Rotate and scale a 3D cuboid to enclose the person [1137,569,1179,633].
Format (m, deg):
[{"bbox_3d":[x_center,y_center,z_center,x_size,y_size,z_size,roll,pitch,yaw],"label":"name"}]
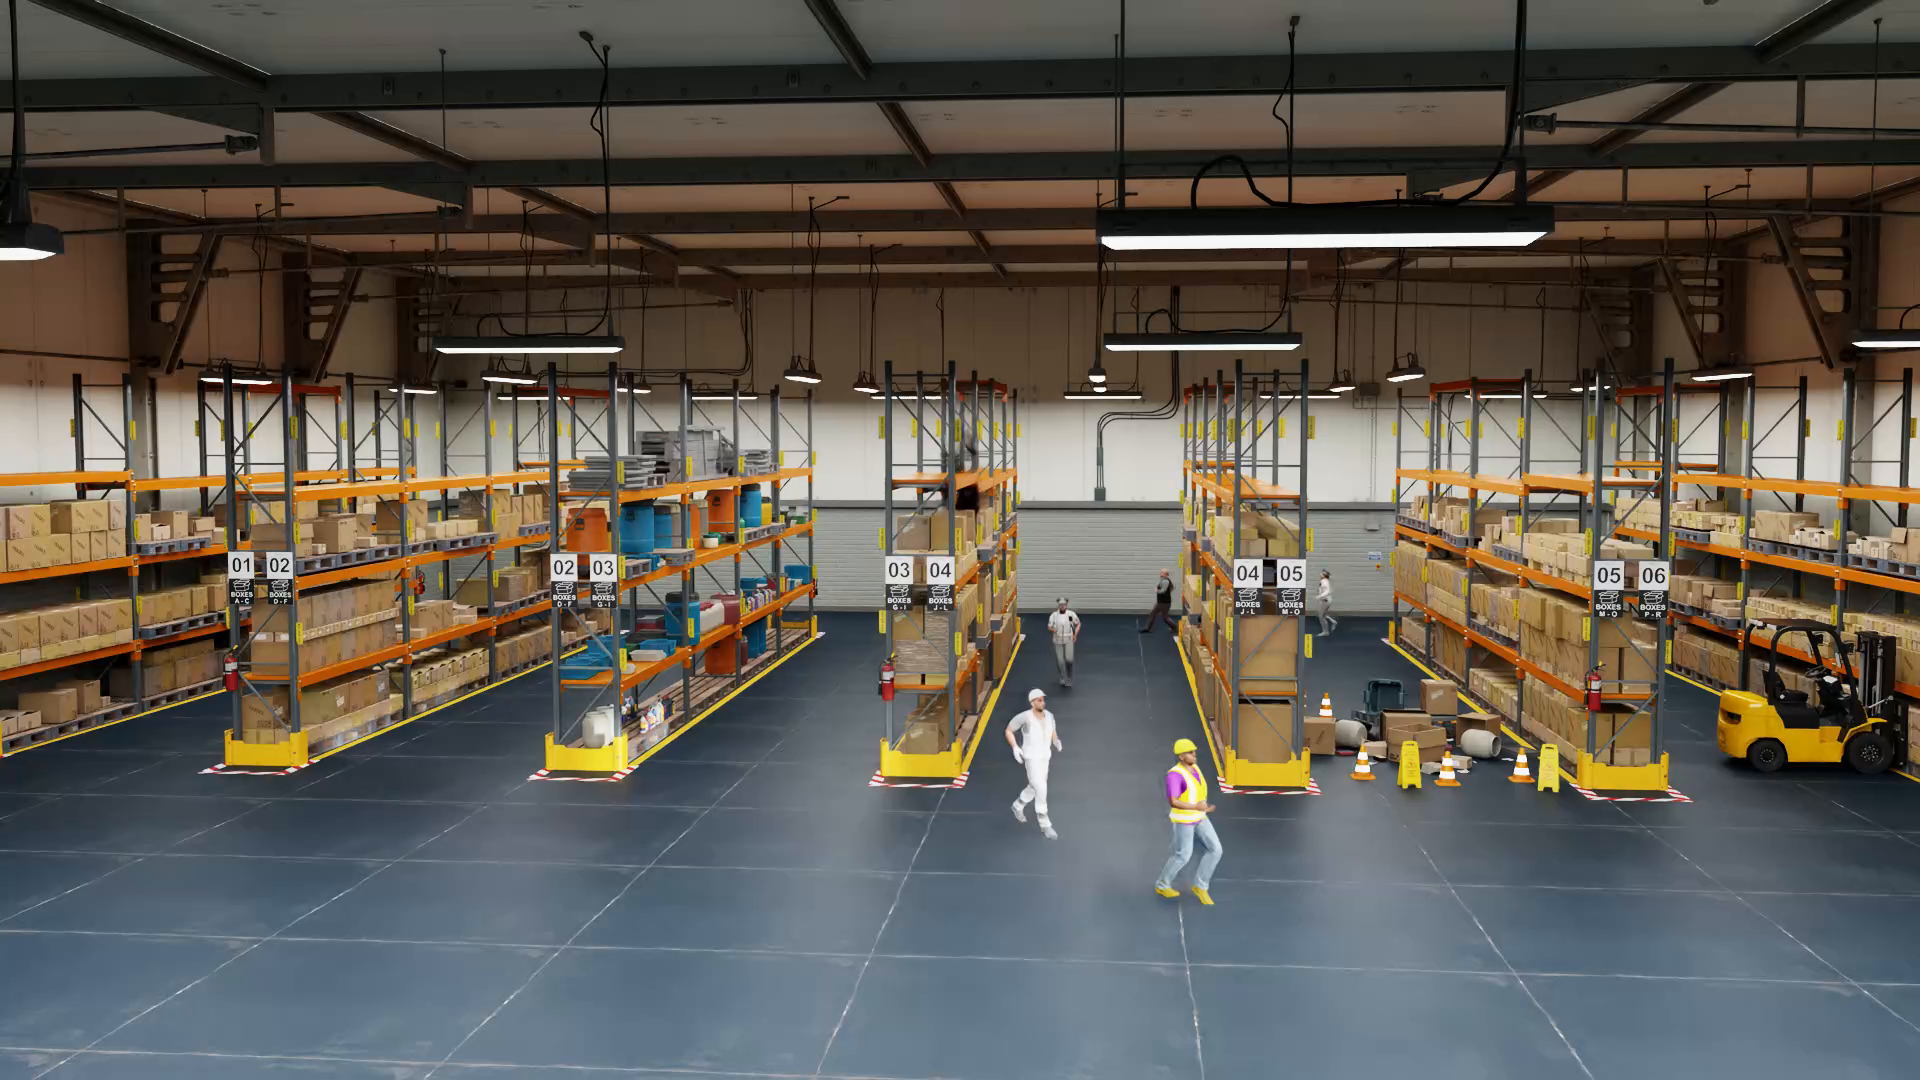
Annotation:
[{"bbox_3d":[4.899,1.505,40.681,1.017,1.614,0.745,0,4,-3],"label":"person"}]

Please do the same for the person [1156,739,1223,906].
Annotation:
[{"bbox_3d":[2.429,2.987,17.605,0.734,1.790,0.707,3,5,41],"label":"person"}]

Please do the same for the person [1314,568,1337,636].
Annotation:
[{"bbox_3d":[8.917,1.519,40.537,0.588,1.667,0.610,1,4,9],"label":"person"}]

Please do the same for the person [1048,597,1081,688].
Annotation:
[{"bbox_3d":[2.019,2.001,32.408,0.639,1.785,0.691,0,4,7],"label":"person"}]

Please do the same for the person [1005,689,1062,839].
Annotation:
[{"bbox_3d":[0.937,2.742,20.737,0.658,1.799,0.935,-3,5,-40],"label":"person"}]
